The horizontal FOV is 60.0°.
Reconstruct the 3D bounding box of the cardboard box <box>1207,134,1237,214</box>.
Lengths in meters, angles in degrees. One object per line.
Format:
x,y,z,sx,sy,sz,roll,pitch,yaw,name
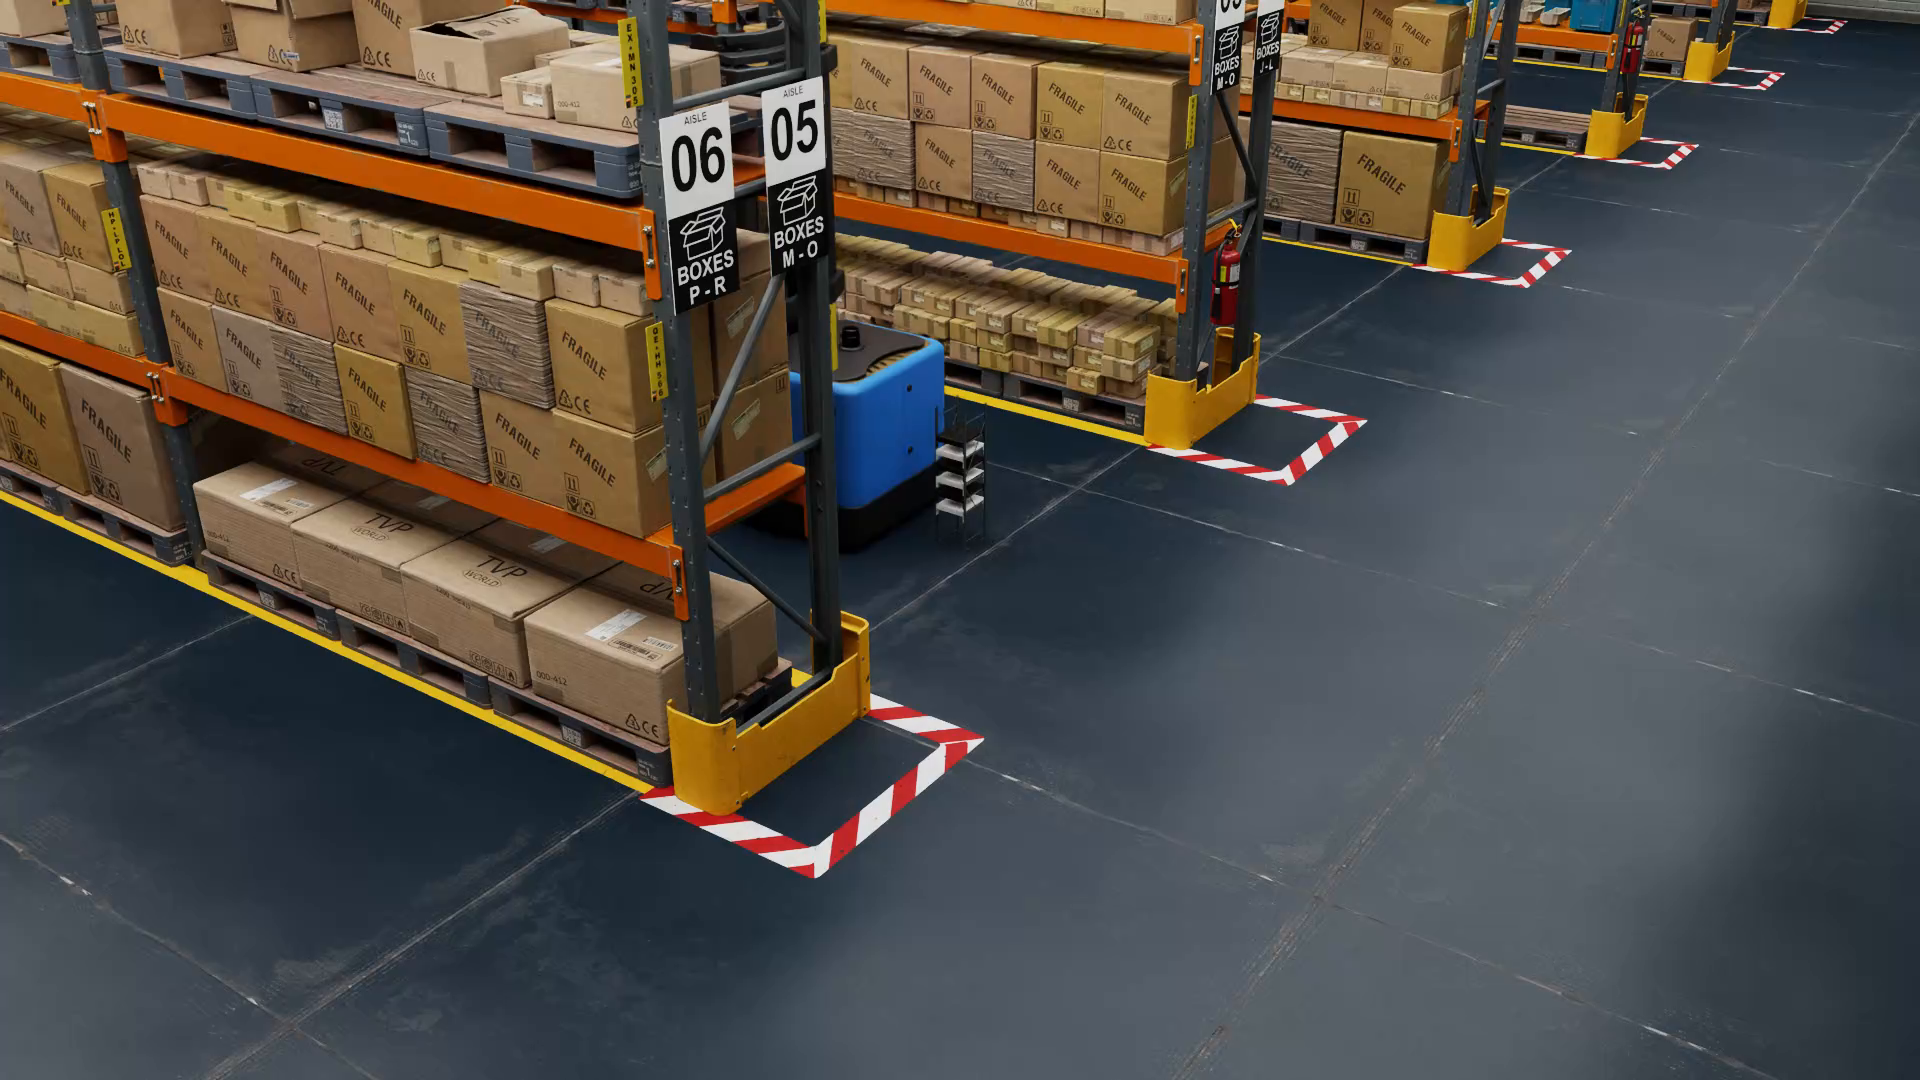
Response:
1.581,-2.582,11.577,0.500,0.500,0.500,19,33,33,cardboard box

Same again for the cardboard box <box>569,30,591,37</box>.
-3.492,-4.426,14.799,0.250,0.149,0.380,18,32,32,cardboard box

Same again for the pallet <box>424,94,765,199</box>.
-1.542,-1.793,7.257,1.213,0.211,1.003,17,32,30,pallet

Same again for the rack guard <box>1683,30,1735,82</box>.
10.235,-6.622,22.712,0.348,0.500,1.175,17,32,30,rack guard

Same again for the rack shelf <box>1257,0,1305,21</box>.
2.544,-7.086,21.660,4.000,0.370,1.077,17,32,30,rack shelf

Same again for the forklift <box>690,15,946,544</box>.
-1.593,-1.774,10.504,3.031,2.935,1.130,17,31,29,forklift

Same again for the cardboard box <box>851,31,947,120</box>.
-0.435,-3.360,12.006,0.500,0.500,0.500,18,32,31,cardboard box

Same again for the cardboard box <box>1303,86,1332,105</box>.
3.363,-4.132,15.340,0.250,0.149,0.380,17,31,29,cardboard box

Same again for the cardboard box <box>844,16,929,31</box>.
-0.533,-3.685,12.644,0.500,0.500,0.500,16,31,29,cardboard box

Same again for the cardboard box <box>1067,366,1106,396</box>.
0.973,-1.188,11.957,0.250,0.149,0.380,18,32,32,cardboard box

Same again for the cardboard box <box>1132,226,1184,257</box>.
1.366,-2.052,11.252,0.250,0.149,0.380,17,32,30,cardboard box

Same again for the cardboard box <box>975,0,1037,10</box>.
0.444,-3.734,11.139,0.500,0.250,0.500,19,33,32,cardboard box

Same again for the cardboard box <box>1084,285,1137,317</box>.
1.124,-1.768,12.440,0.250,0.149,0.380,17,32,30,cardboard box

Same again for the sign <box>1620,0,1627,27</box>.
7.192,-5.729,18.020,0.005,0.325,0.100,17,32,30,sign

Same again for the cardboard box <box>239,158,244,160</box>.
-3.788,-2.156,9.251,0.250,0.149,0.380,17,31,29,cardboard box

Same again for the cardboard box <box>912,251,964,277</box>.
-0.174,-2.158,13.207,0.250,0.149,0.380,16,31,28,cardboard box

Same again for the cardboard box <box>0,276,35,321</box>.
-5.559,-1.559,10.171,0.500,0.250,0.500,16,31,29,cardboard box

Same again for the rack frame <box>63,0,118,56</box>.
-4.222,-4.010,8.208,0.127,3.000,1.000,17,32,30,rack frame

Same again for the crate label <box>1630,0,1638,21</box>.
7.473,-6.005,18.860,0.303,0.233,0.416,17,32,30,crate label

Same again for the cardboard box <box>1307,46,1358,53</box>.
3.599,-4.566,15.752,0.500,0.250,0.500,16,31,29,cardboard box

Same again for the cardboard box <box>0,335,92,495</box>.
-5.527,-0.935,10.660,0.875,0.875,0.875,18,32,32,cardboard box

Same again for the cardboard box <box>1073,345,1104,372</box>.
1.013,-1.351,11.950,0.250,0.149,0.380,16,31,29,cardboard box

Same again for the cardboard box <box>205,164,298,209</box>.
-3.654,-1.828,8.607,0.250,0.149,0.380,17,31,30,cardboard box

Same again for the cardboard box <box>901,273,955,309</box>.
-0.243,-1.896,12.693,0.250,0.149,0.380,16,31,28,cardboard box

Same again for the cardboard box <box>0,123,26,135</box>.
-6.005,-2.243,10.137,0.500,0.500,0.500,18,32,31,cardboard box

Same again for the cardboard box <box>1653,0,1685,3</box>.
11.638,-9.043,27.005,0.500,0.500,0.700,16,31,29,cardboard box

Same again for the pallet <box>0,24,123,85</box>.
-5.006,-2.805,9.358,1.217,0.209,0.805,16,31,28,pallet

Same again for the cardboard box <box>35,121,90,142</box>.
-5.269,-2.297,10.244,0.500,0.500,0.500,16,31,29,cardboard box

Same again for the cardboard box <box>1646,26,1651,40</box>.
9.598,-7.062,23.365,0.500,0.250,0.500,17,32,30,cardboard box

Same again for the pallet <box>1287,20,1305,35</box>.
5.299,-8.009,25.755,1.213,0.211,1.003,17,32,30,pallet

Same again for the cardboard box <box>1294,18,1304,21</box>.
5.195,-8.234,25.394,0.500,0.500,0.500,16,31,29,cardboard box

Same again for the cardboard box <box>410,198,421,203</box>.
-2.559,-1.746,8.446,0.250,0.149,0.380,17,32,30,cardboard box

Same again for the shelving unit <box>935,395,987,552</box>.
0.007,-0.399,10.042,0.210,0.900,0.258,17,32,30,shelving unit

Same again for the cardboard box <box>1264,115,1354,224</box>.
3.363,-3.623,15.941,0.875,0.875,0.875,17,32,30,cardboard box

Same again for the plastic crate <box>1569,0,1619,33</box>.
7.108,-5.925,18.480,0.499,0.435,0.616,17,32,30,plastic crate

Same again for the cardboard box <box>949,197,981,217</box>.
0.126,-2.478,12.089,0.250,0.149,0.380,18,32,31,cardboard box

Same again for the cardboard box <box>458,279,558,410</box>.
-1.904,-0.958,7.612,0.500,0.500,0.500,17,32,30,cardboard box

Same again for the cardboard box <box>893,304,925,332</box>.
-0.298,-1.731,12.696,0.250,0.149,0.380,17,32,30,cardboard box

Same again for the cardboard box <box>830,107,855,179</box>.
-0.825,-3.044,12.487,0.500,0.500,0.500,17,32,30,cardboard box

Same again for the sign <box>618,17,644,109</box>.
-1.243,-1.806,6.296,0.005,0.325,0.100,17,32,30,sign

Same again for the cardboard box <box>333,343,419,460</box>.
-2.740,-0.770,8.345,0.500,0.500,0.500,18,32,32,cardboard box

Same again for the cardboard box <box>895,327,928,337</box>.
-0.292,-1.598,12.763,0.250,0.149,0.380,16,31,29,cardboard box

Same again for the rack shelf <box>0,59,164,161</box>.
-5.871,-2.866,10.061,4.000,0.370,1.077,17,32,30,rack shelf

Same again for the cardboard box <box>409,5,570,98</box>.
-2.130,-2.241,7.565,0.500,0.311,0.500,18,32,31,cardboard box

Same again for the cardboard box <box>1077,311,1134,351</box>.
1.040,-1.495,11.904,0.250,0.149,0.380,18,32,31,cardboard box

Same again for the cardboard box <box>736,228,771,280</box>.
-1.061,-1.283,7.537,0.250,0.149,0.380,18,32,31,cardboard box

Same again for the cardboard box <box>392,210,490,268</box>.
-2.417,-1.413,7.792,0.250,0.149,0.380,18,32,32,cardboard box

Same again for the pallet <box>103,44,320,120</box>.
-3.553,-2.420,8.488,1.213,0.211,1.003,17,32,30,pallet

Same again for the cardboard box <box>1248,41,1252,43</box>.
2.465,-4.628,15.874,0.500,0.250,0.500,18,32,32,cardboard box

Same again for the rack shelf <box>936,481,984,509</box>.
0.007,-0.289,10.098,0.200,0.077,0.258,17,32,30,rack shelf

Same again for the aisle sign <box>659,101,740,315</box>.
-1.041,-1.334,6.697,0.004,0.787,0.394,17,32,30,aisle sign
